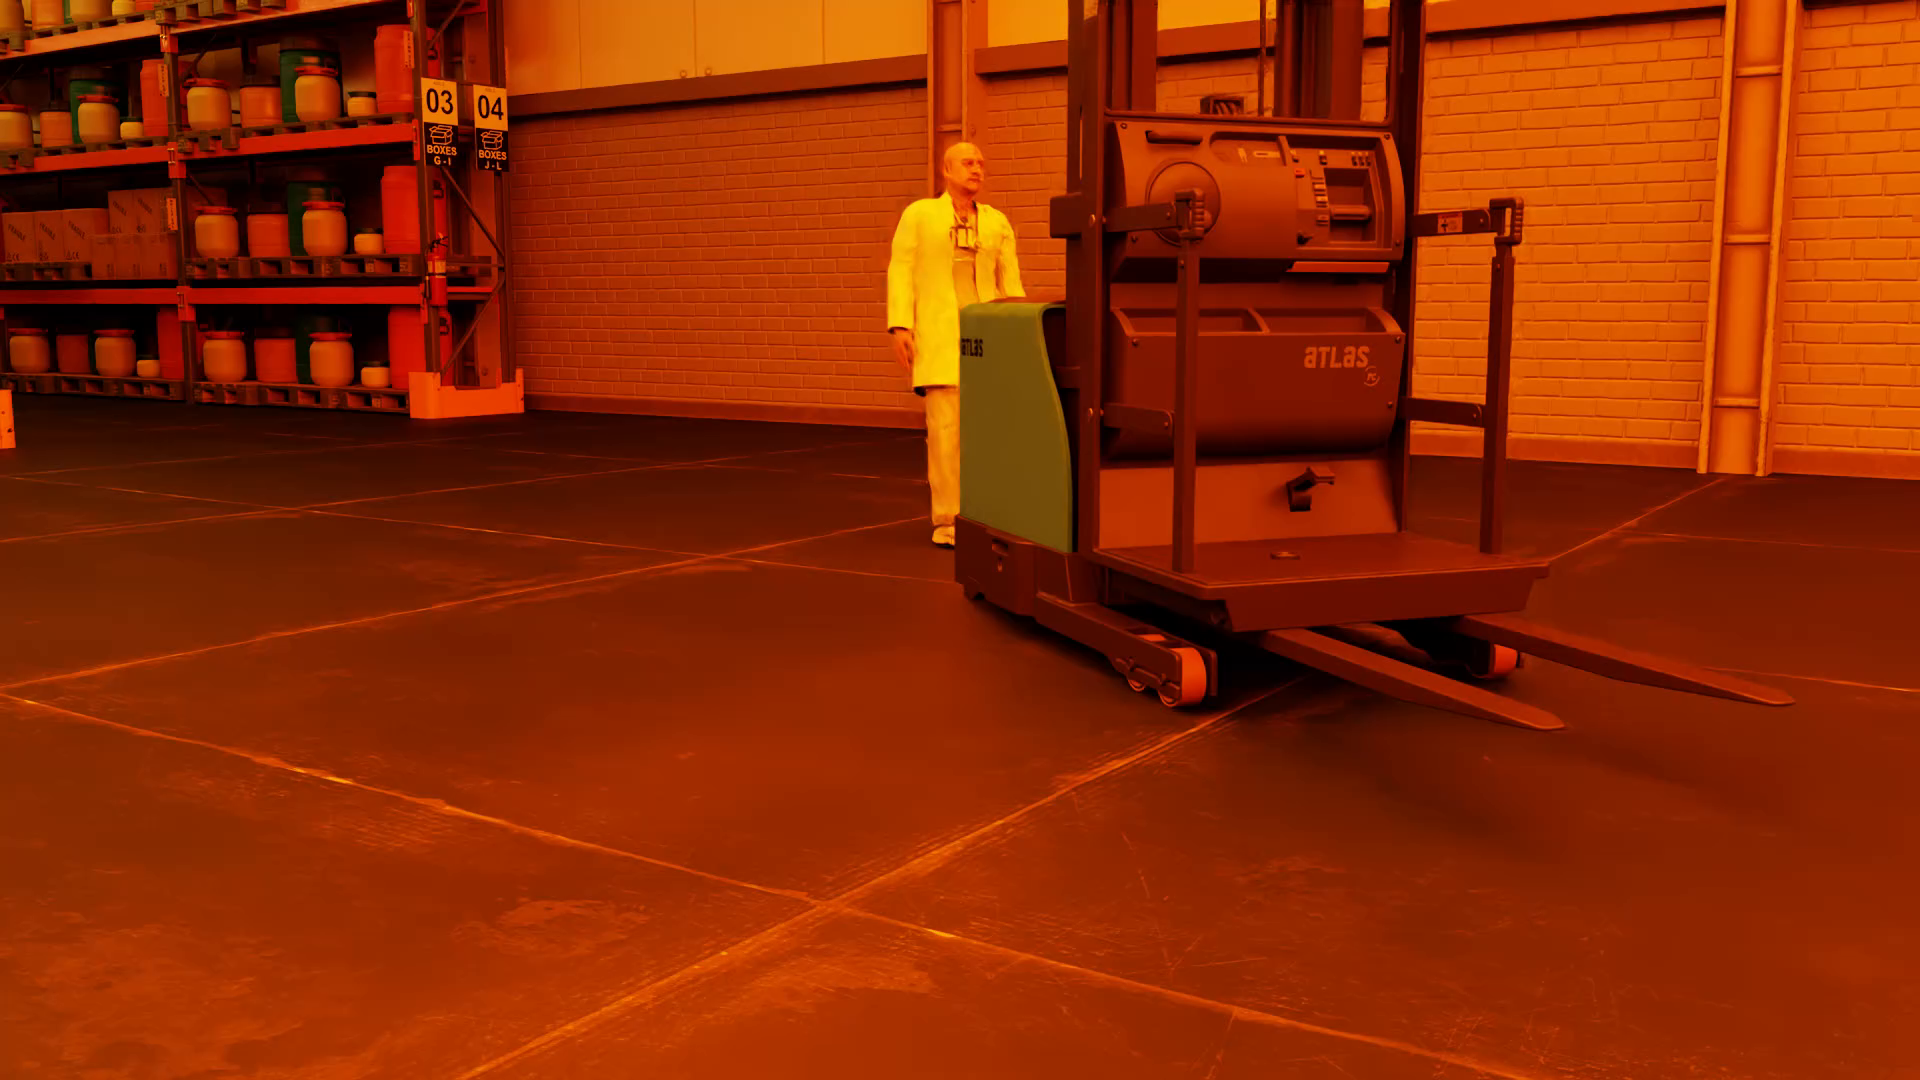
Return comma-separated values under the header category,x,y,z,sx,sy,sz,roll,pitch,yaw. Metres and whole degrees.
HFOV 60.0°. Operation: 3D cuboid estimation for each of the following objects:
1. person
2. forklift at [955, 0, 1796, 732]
category,x,y,z,sx,sy,sz,roll,pitch,yaw
person,0.052,-0.865,7.346,0.697,1.779,0.667,-3,9,-20
forklift,0.965,-1.066,4.692,1.130,2.935,3.031,-3,9,-20
